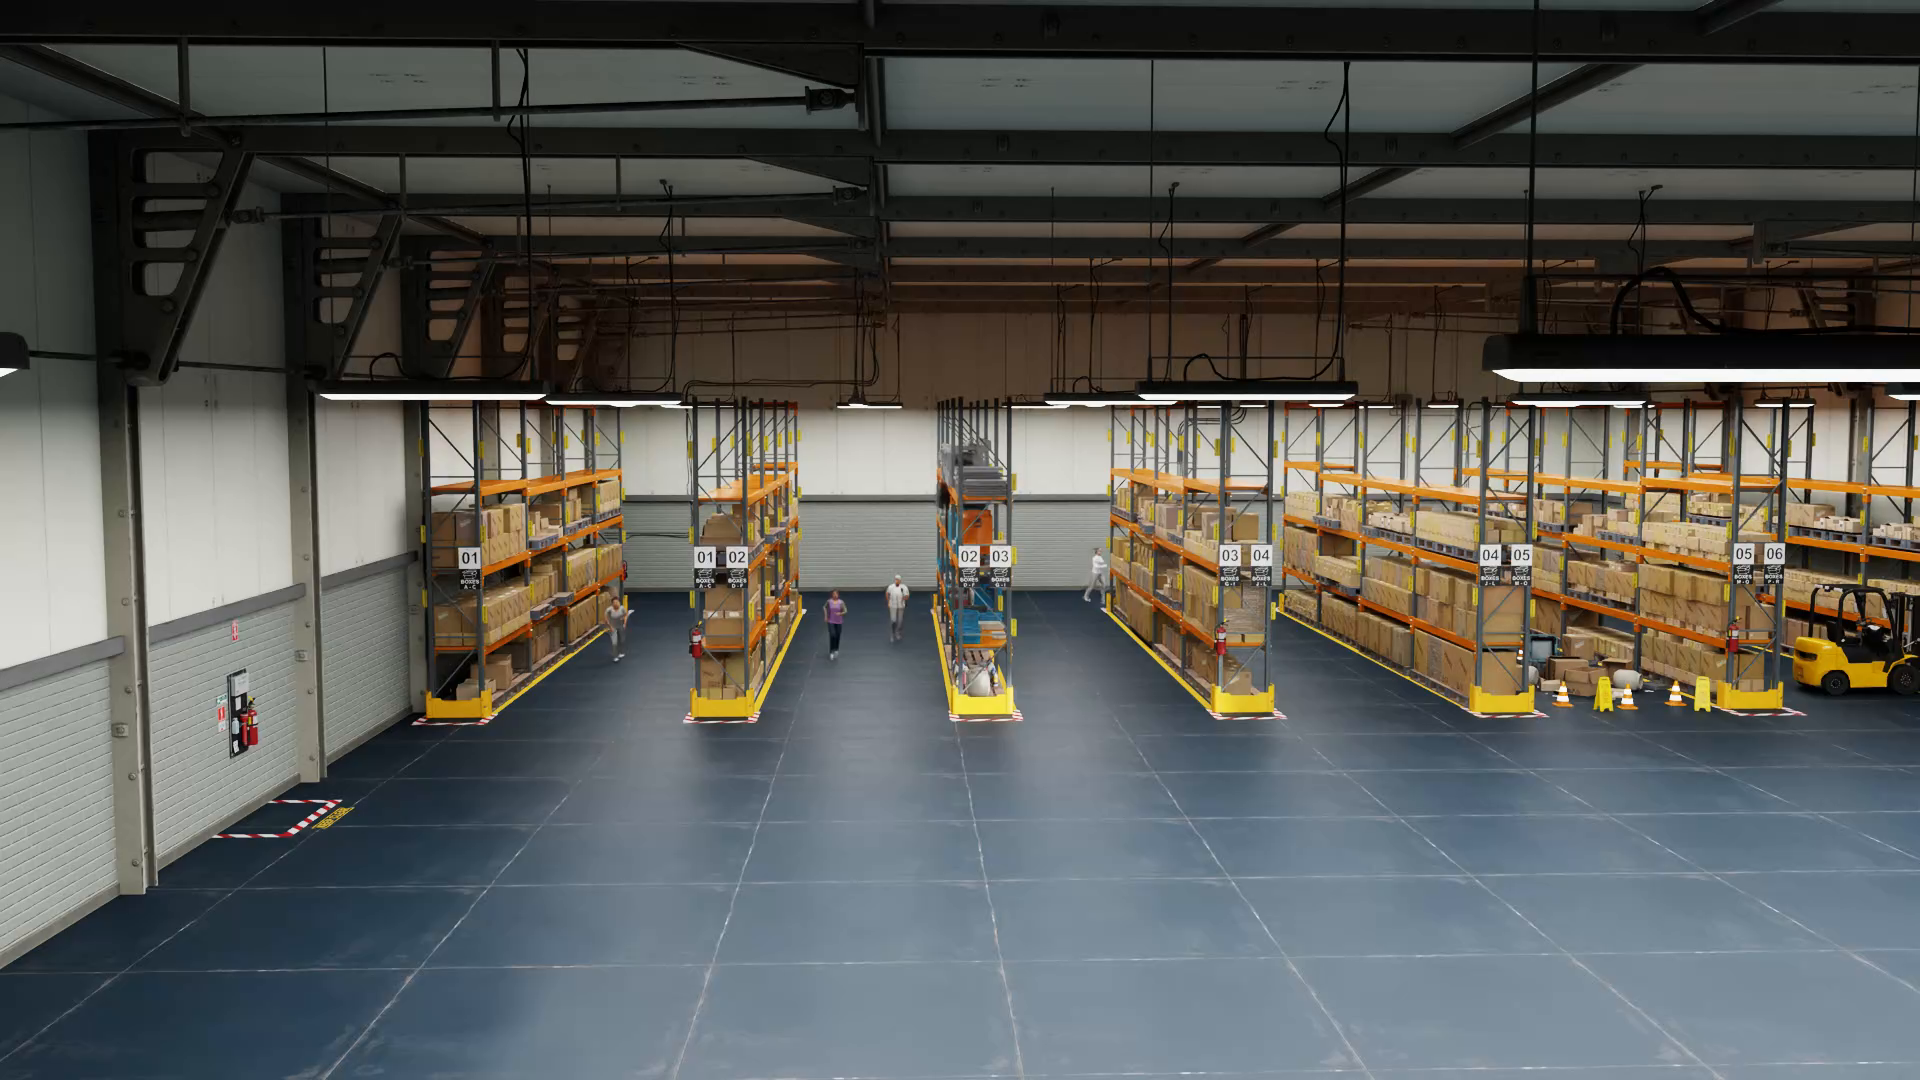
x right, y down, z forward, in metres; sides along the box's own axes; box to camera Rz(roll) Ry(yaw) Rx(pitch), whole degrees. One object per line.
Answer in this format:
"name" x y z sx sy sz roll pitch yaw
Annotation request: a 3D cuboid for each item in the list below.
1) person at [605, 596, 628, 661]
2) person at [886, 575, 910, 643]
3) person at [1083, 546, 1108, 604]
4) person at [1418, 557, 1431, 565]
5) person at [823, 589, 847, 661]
"person" -7.890 2.016 38.121 0.609 1.531 0.819 -3 5 -33
"person" -1.542 1.722 41.348 0.596 1.715 0.728 0 4 -5
"person" 4.081 1.050 49.507 0.816 1.740 0.600 3 5 36
"person" 14.163 0.918 50.619 0.908 1.755 0.662 -1 5 -16
"person" -2.884 1.952 38.477 0.537 1.641 0.705 -1 4 -7
